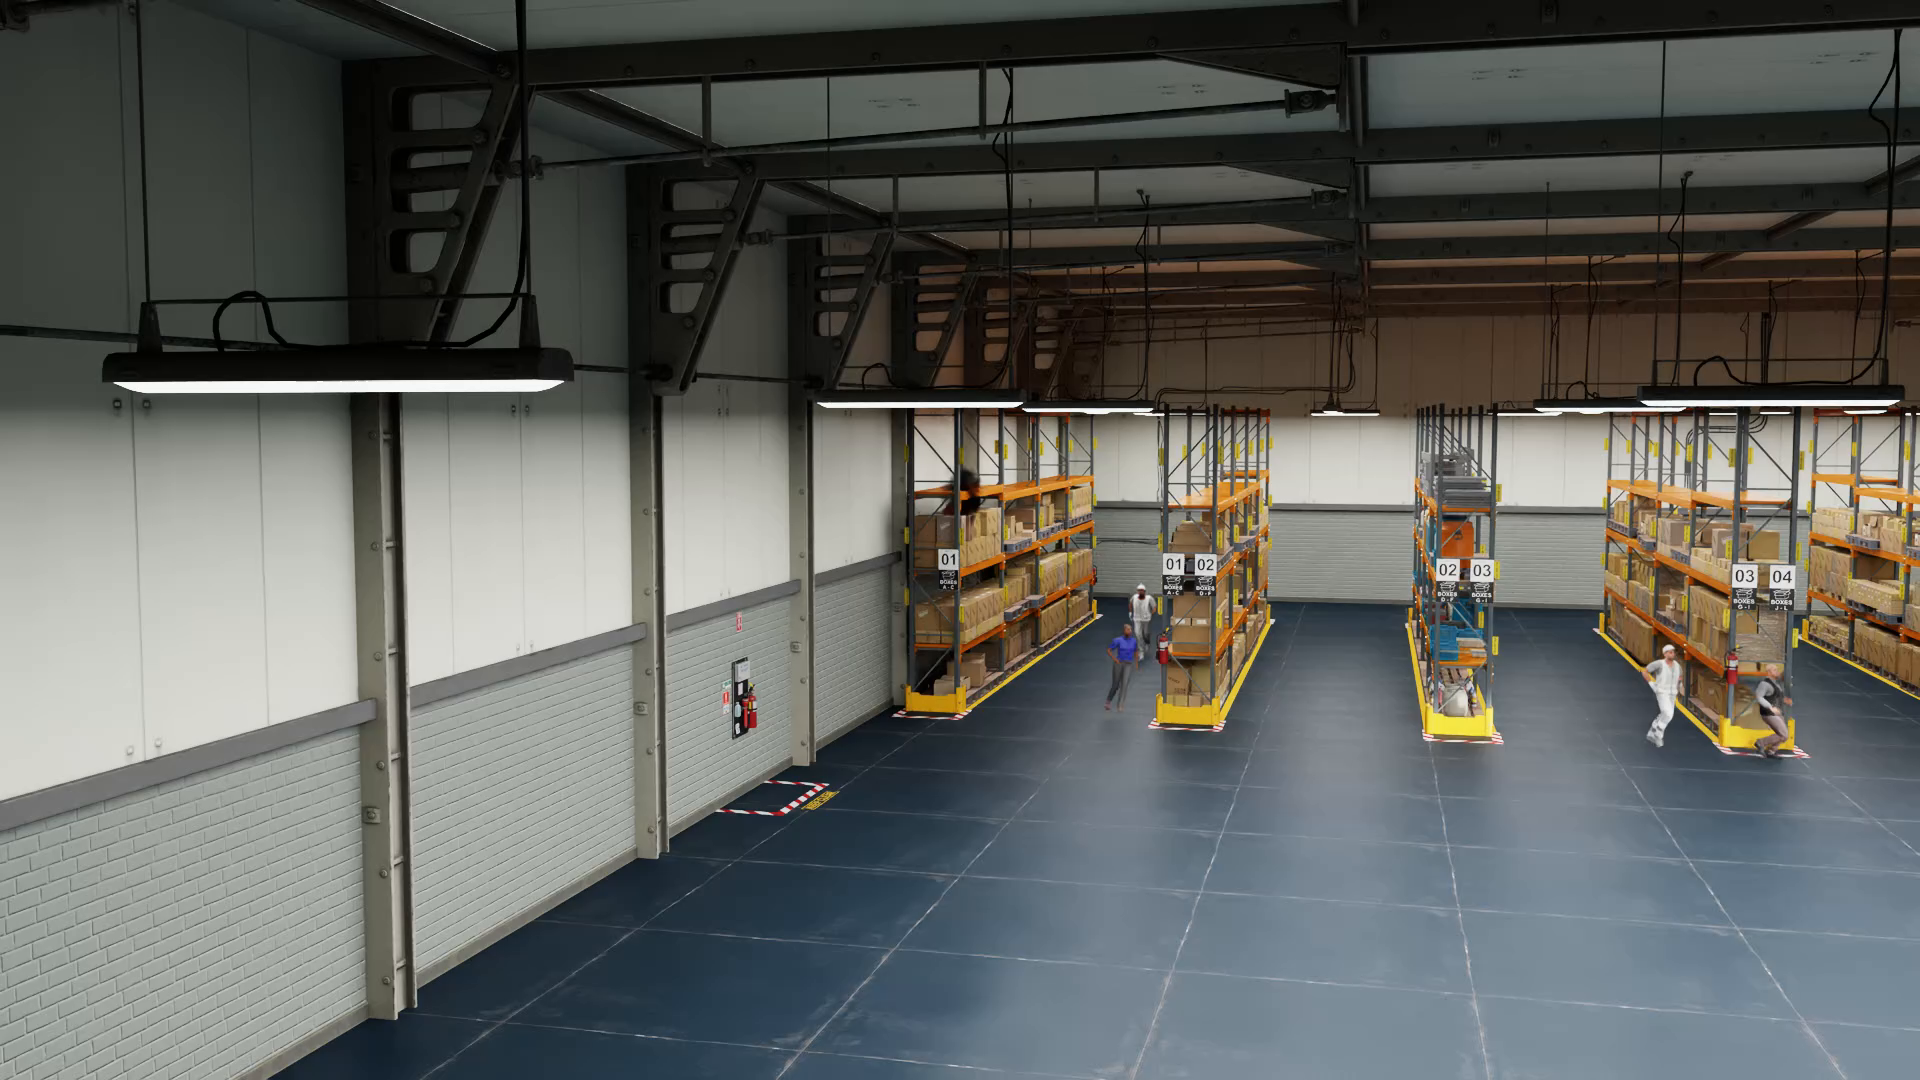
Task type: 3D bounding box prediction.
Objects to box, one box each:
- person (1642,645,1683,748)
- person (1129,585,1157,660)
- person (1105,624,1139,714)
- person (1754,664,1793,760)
[{"bbox_3d":[12.355,2.723,29.086,0.693,1.796,0.632,-1,4,-16],"label":"person"},{"bbox_3d":[4.374,1.942,39.835,0.707,1.770,1.001,1,4,17],"label":"person"},{"bbox_3d":[3.070,2.384,30.986,0.637,1.633,0.784,-1,4,-13],"label":"person"},{"bbox_3d":[13.572,2.888,27.767,0.557,1.643,0.663,3,5,37],"label":"person"}]
